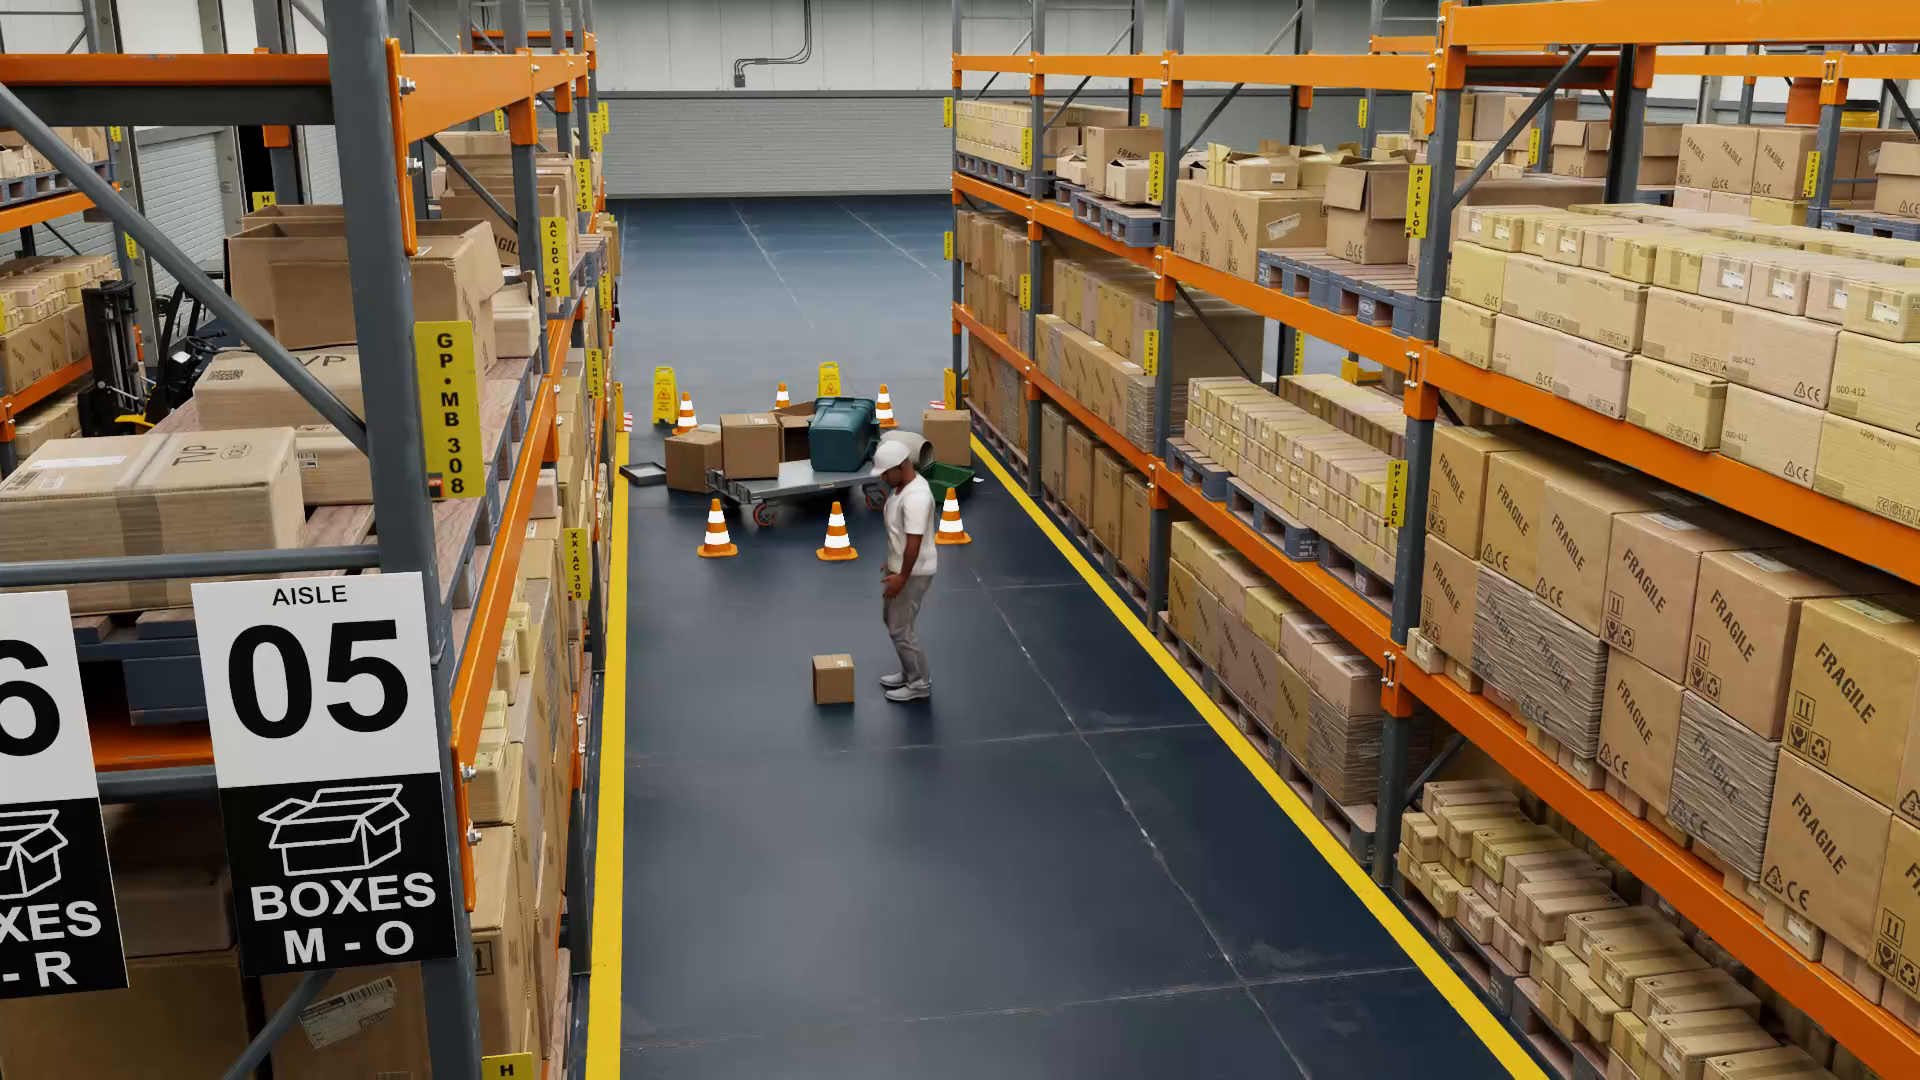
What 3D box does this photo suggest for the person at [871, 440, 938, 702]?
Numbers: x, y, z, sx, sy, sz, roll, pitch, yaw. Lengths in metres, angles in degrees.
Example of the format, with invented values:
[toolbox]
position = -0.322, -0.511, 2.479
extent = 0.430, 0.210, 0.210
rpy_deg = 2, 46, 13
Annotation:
[person]
position = -0.365, 0.193, 10.893
extent = 0.422, 1.732, 0.584
rpy_deg = -3, 16, -9
